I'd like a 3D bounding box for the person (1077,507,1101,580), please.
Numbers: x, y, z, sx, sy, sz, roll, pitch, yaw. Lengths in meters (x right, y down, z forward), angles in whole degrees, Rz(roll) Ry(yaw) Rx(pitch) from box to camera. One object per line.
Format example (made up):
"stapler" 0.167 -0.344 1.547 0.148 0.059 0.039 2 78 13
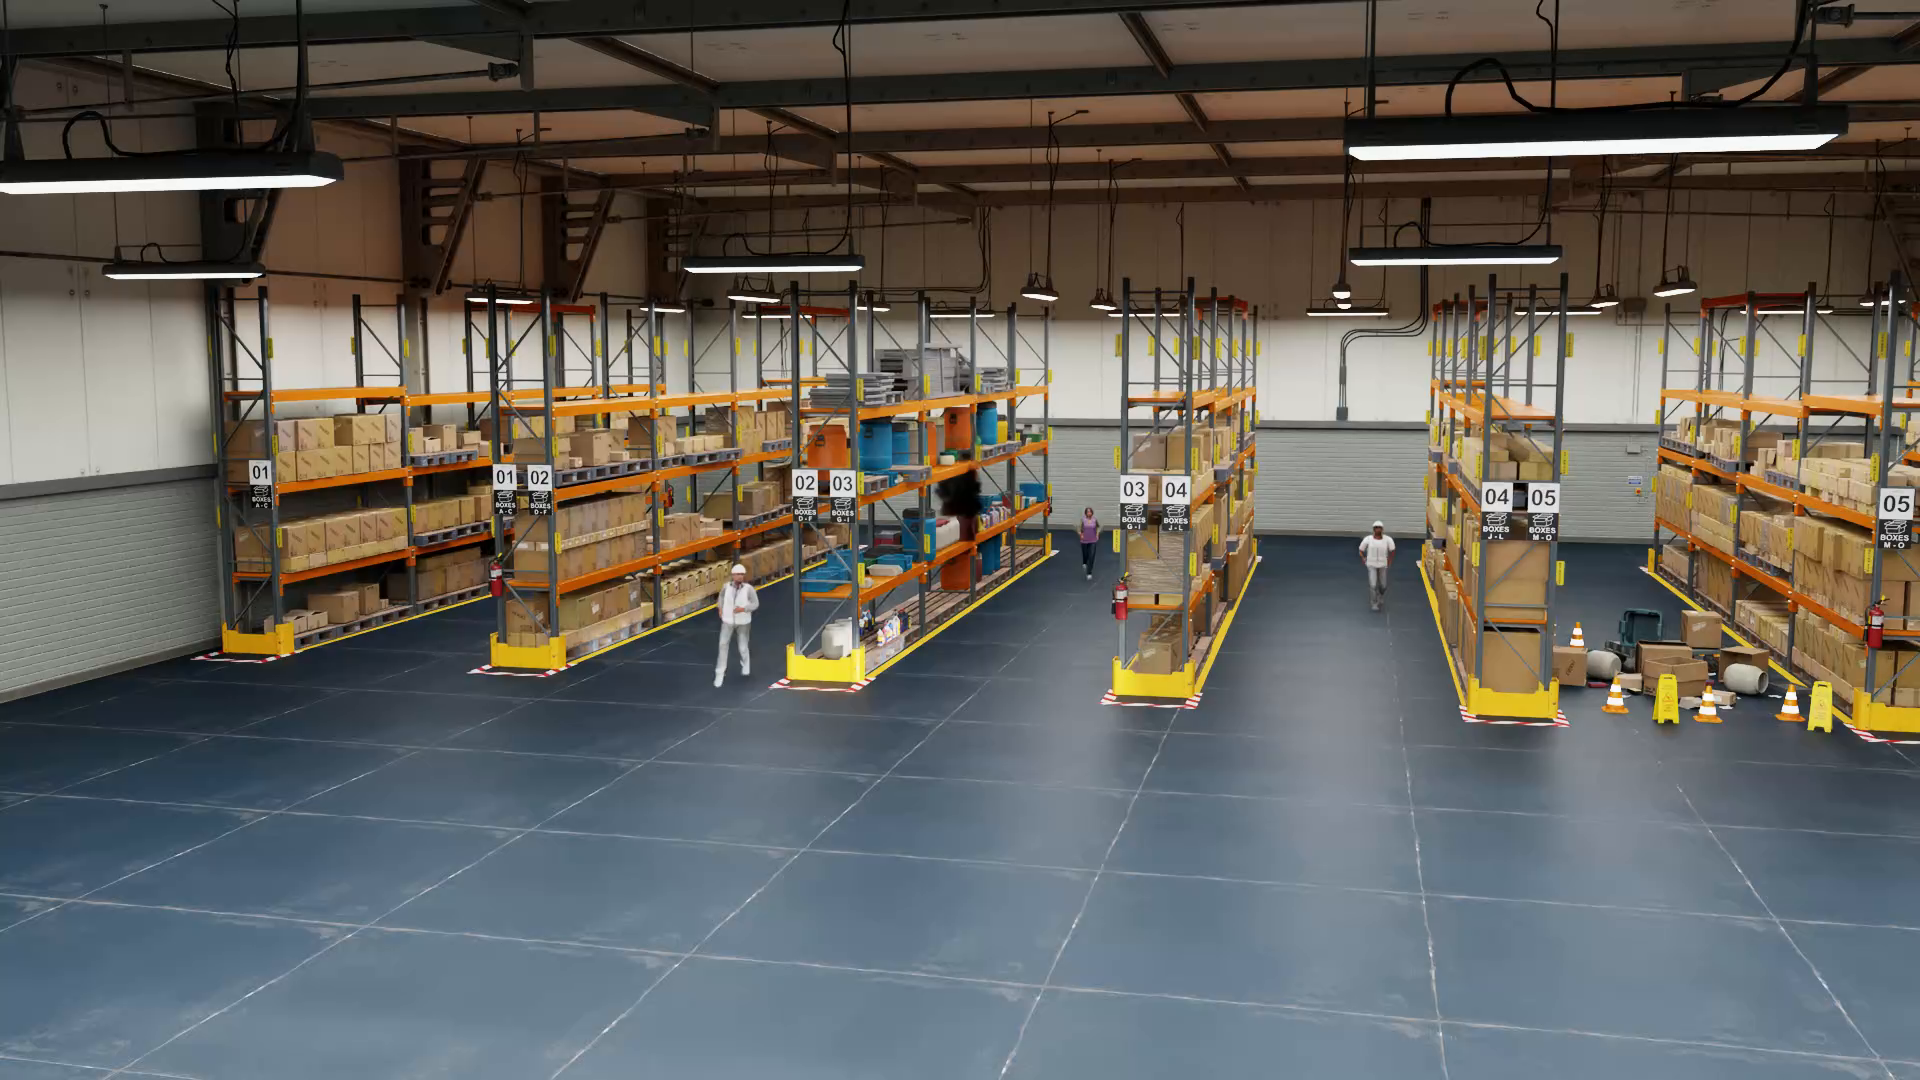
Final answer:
"person" 2.814 0.072 36.317 0.539 1.561 0.756 0 7 -1

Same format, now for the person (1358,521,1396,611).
"person" 7.997 0.487 31.906 0.697 1.717 0.609 1 7 11

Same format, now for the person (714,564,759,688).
"person" -3.349 1.253 25.034 0.657 1.790 0.927 0 7 3

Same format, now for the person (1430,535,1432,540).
"person" 11.463 -0.334 39.621 0.501 1.571 0.746 2 7 17
